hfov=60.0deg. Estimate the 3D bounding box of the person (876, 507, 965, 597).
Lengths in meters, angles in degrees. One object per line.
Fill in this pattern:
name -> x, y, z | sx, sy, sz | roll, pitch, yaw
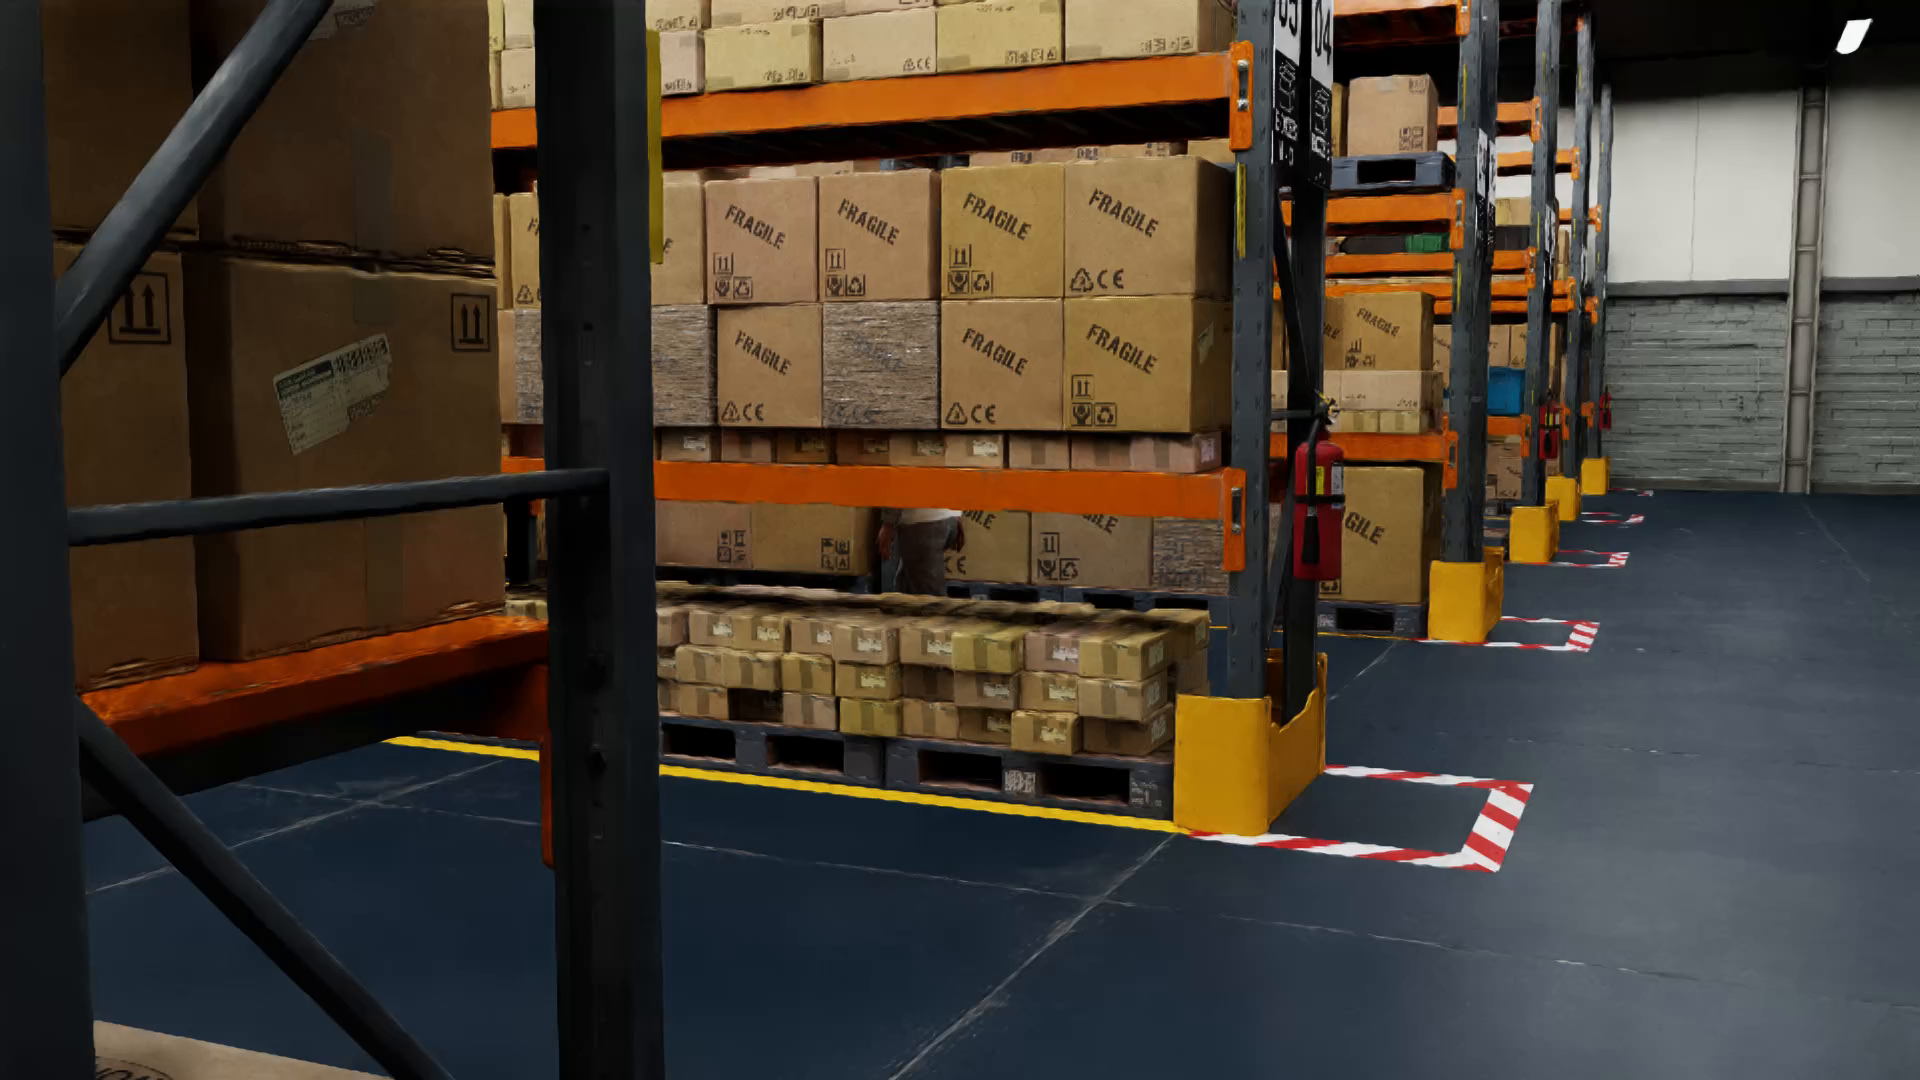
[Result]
person -> -0.271, -0.092, 8.725 | 0.727, 1.757, 0.537 | 2, 6, 22
